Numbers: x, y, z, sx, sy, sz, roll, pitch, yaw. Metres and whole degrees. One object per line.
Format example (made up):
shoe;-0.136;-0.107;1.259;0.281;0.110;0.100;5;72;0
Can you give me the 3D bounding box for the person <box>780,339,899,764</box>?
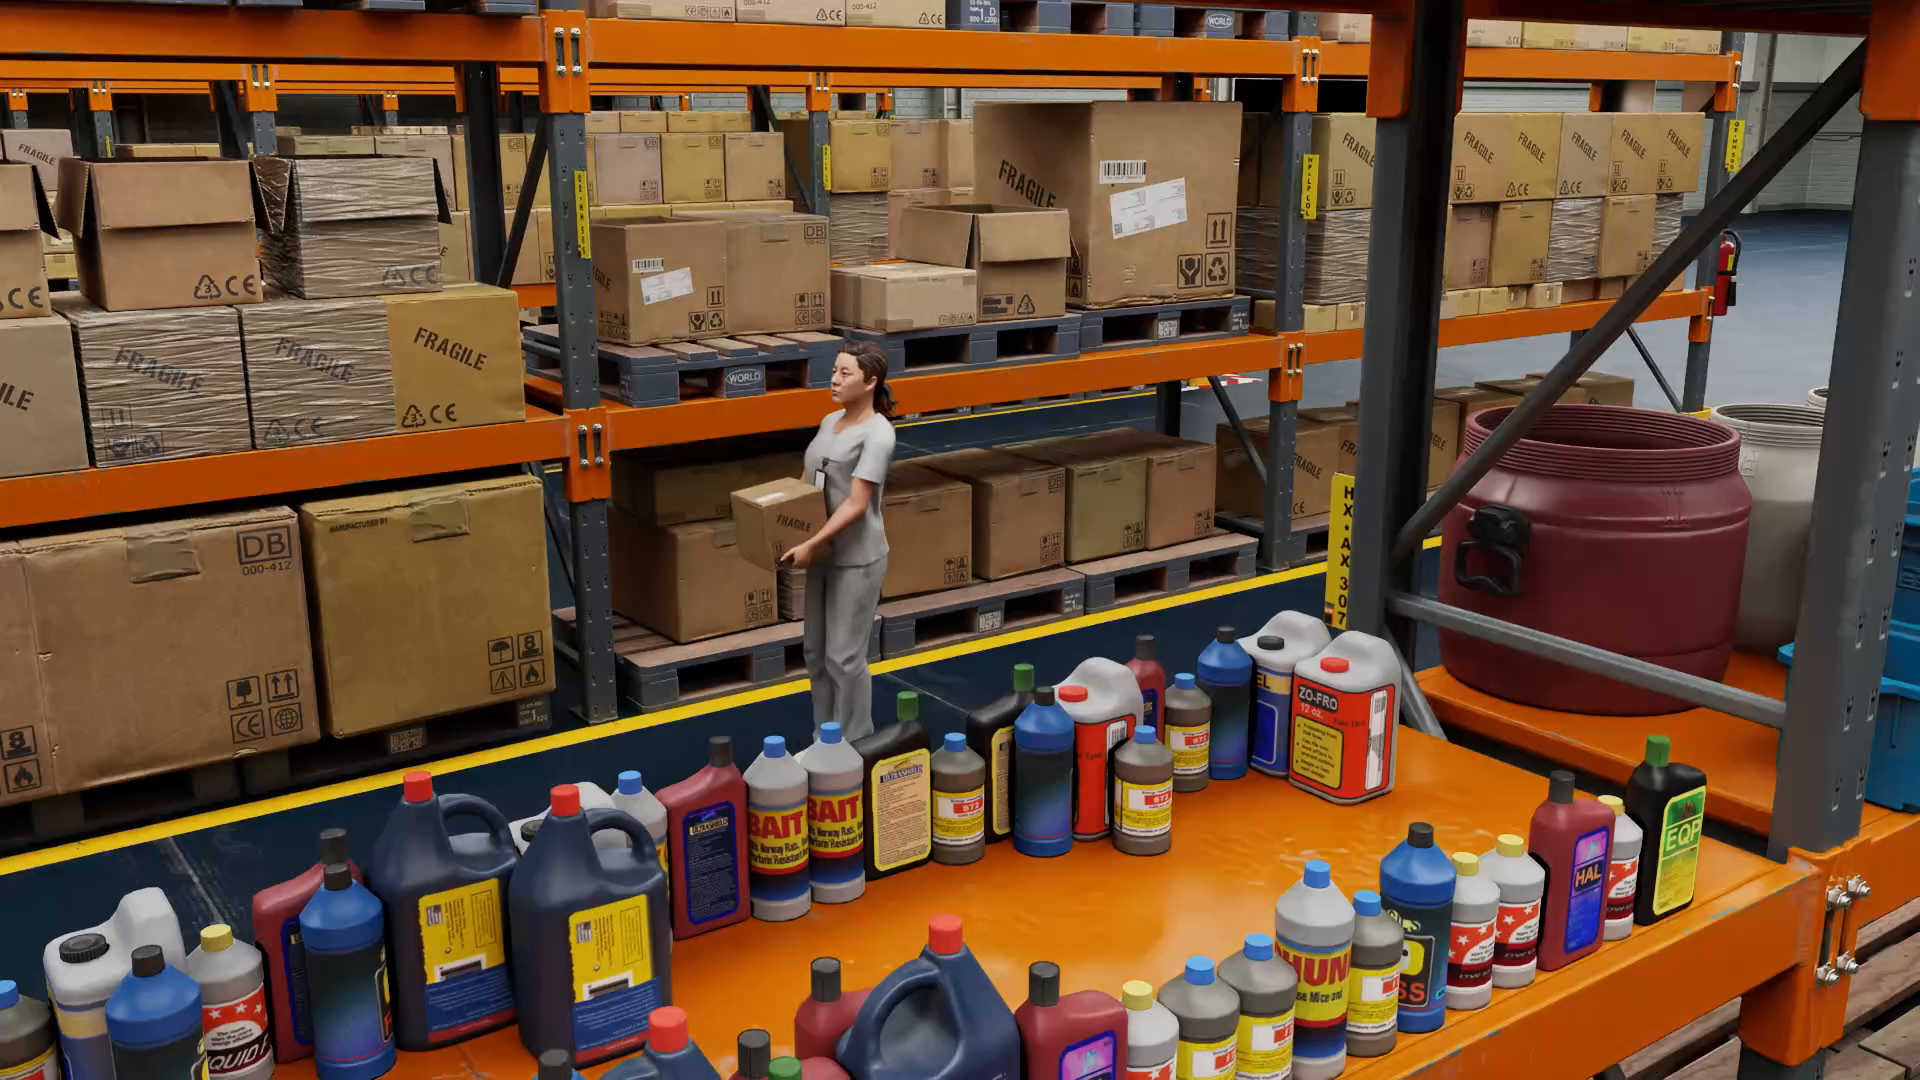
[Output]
person;-0.480;0.094;6.175;0.561;1.662;0.436;-10;18;-34
